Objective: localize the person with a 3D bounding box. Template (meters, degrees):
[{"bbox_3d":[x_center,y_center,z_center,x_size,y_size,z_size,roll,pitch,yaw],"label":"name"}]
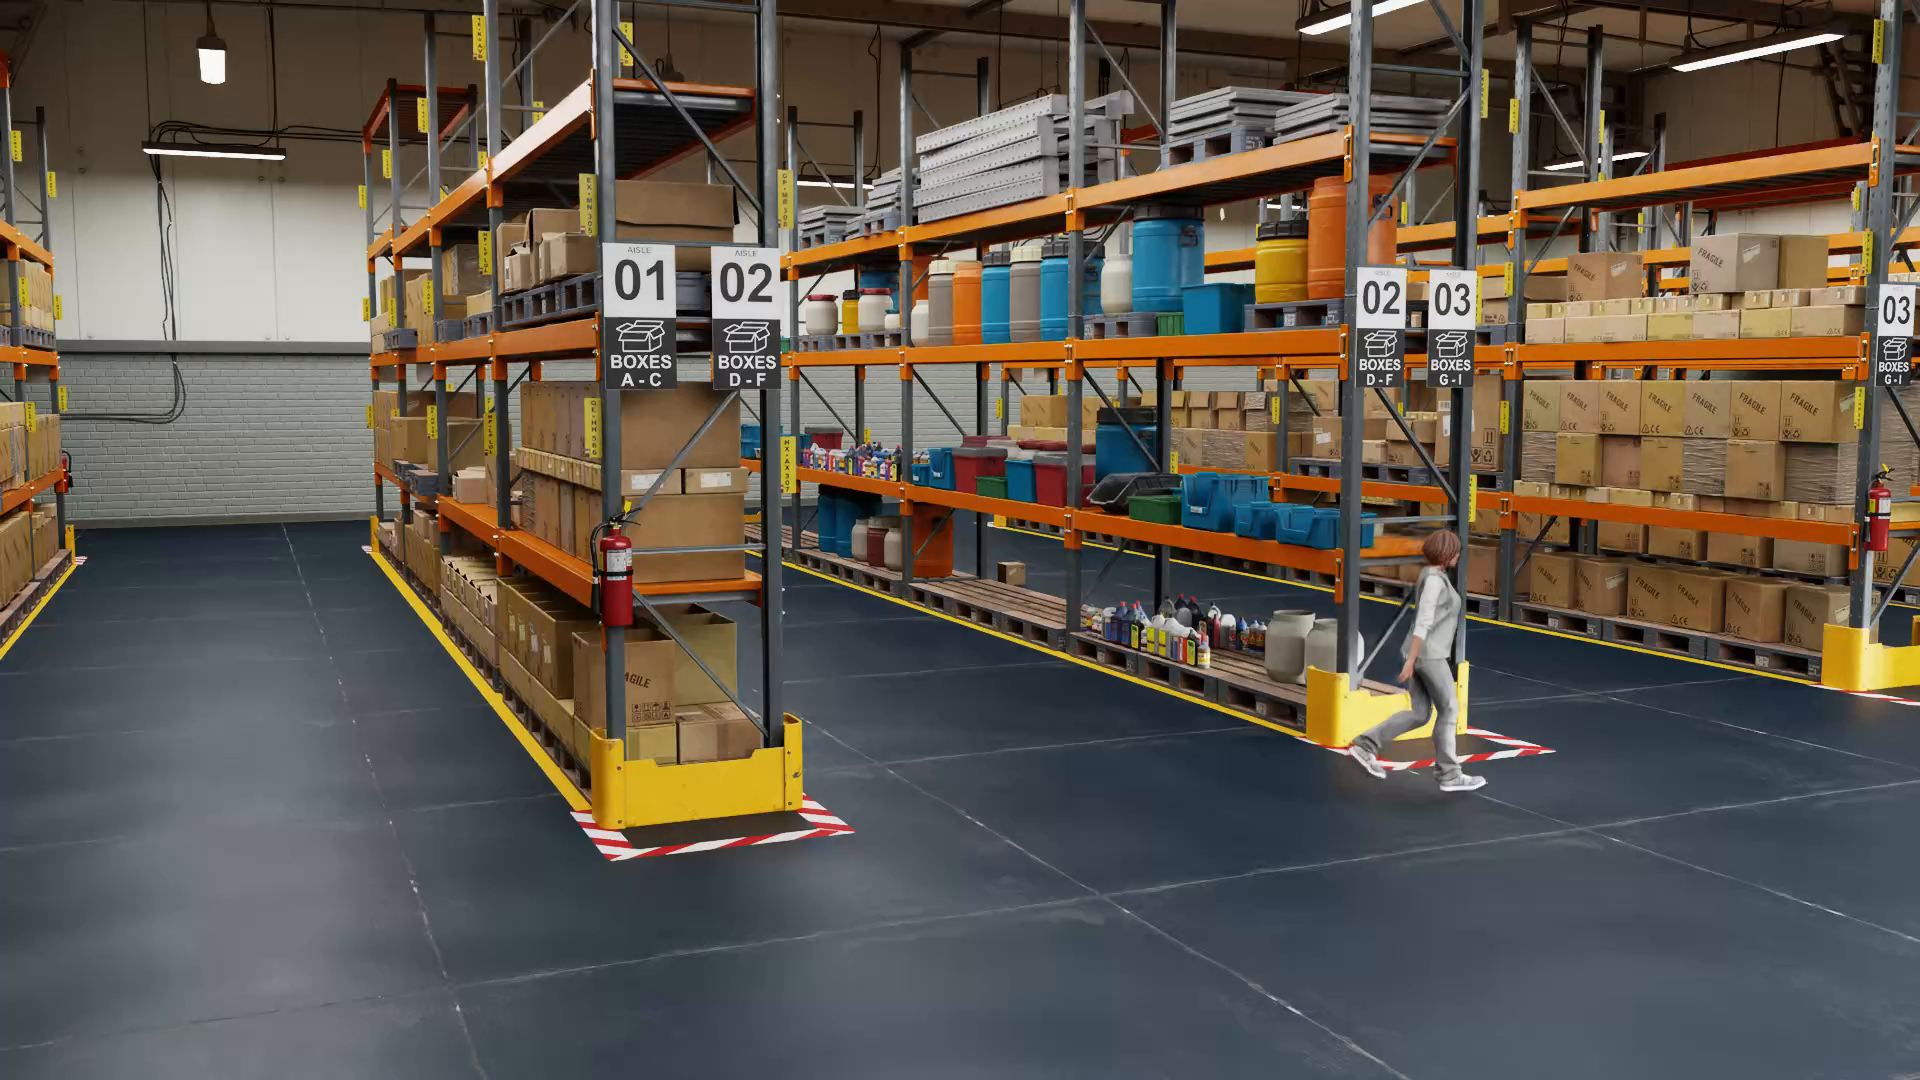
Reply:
[{"bbox_3d":[2.745,0.713,9.947,0.806,1.557,0.510,1,6,8],"label":"person"}]
